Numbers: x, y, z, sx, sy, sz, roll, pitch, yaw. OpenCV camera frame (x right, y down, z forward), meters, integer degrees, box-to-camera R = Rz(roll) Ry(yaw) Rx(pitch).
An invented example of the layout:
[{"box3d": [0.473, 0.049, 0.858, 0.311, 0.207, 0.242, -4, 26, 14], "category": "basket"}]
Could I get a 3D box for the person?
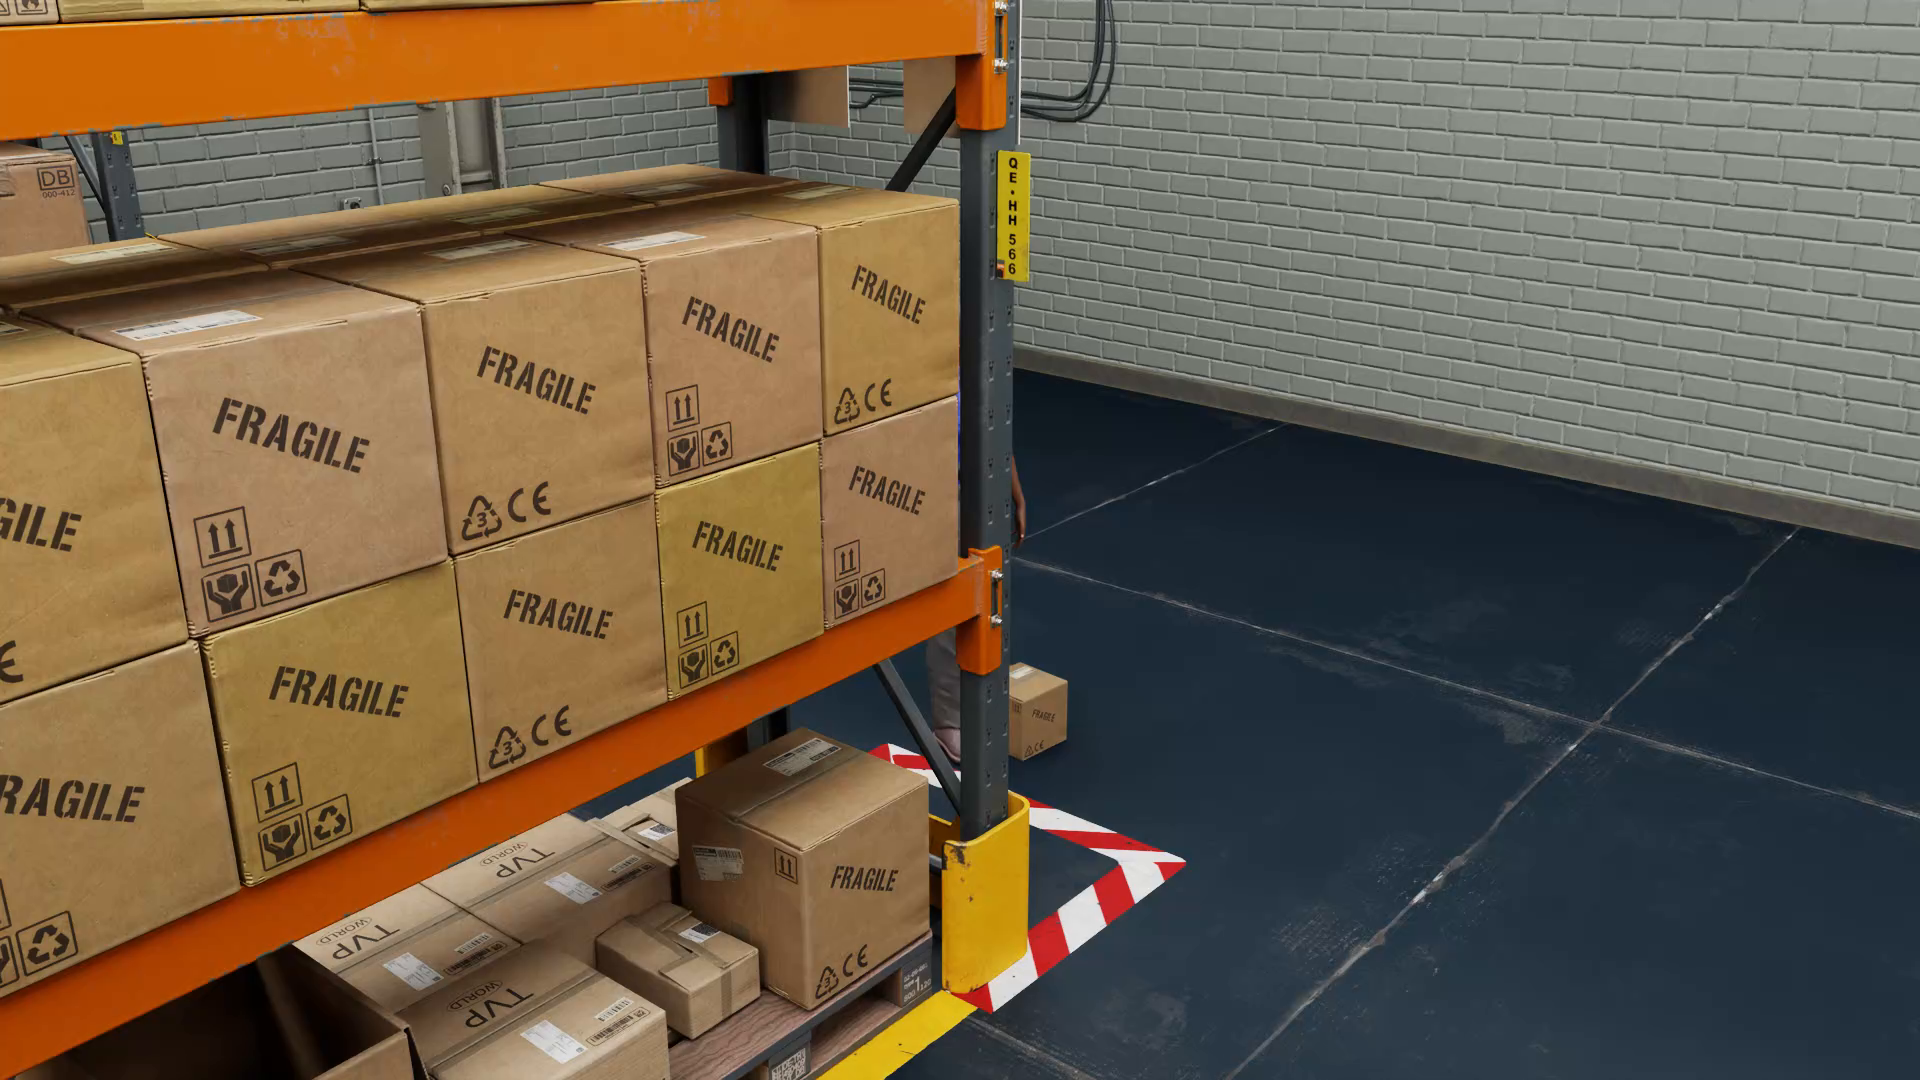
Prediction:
[{"box3d": [0.074, -0.050, 6.195, 0.569, 1.655, 0.504, -19, 28, -41], "category": "person"}]
